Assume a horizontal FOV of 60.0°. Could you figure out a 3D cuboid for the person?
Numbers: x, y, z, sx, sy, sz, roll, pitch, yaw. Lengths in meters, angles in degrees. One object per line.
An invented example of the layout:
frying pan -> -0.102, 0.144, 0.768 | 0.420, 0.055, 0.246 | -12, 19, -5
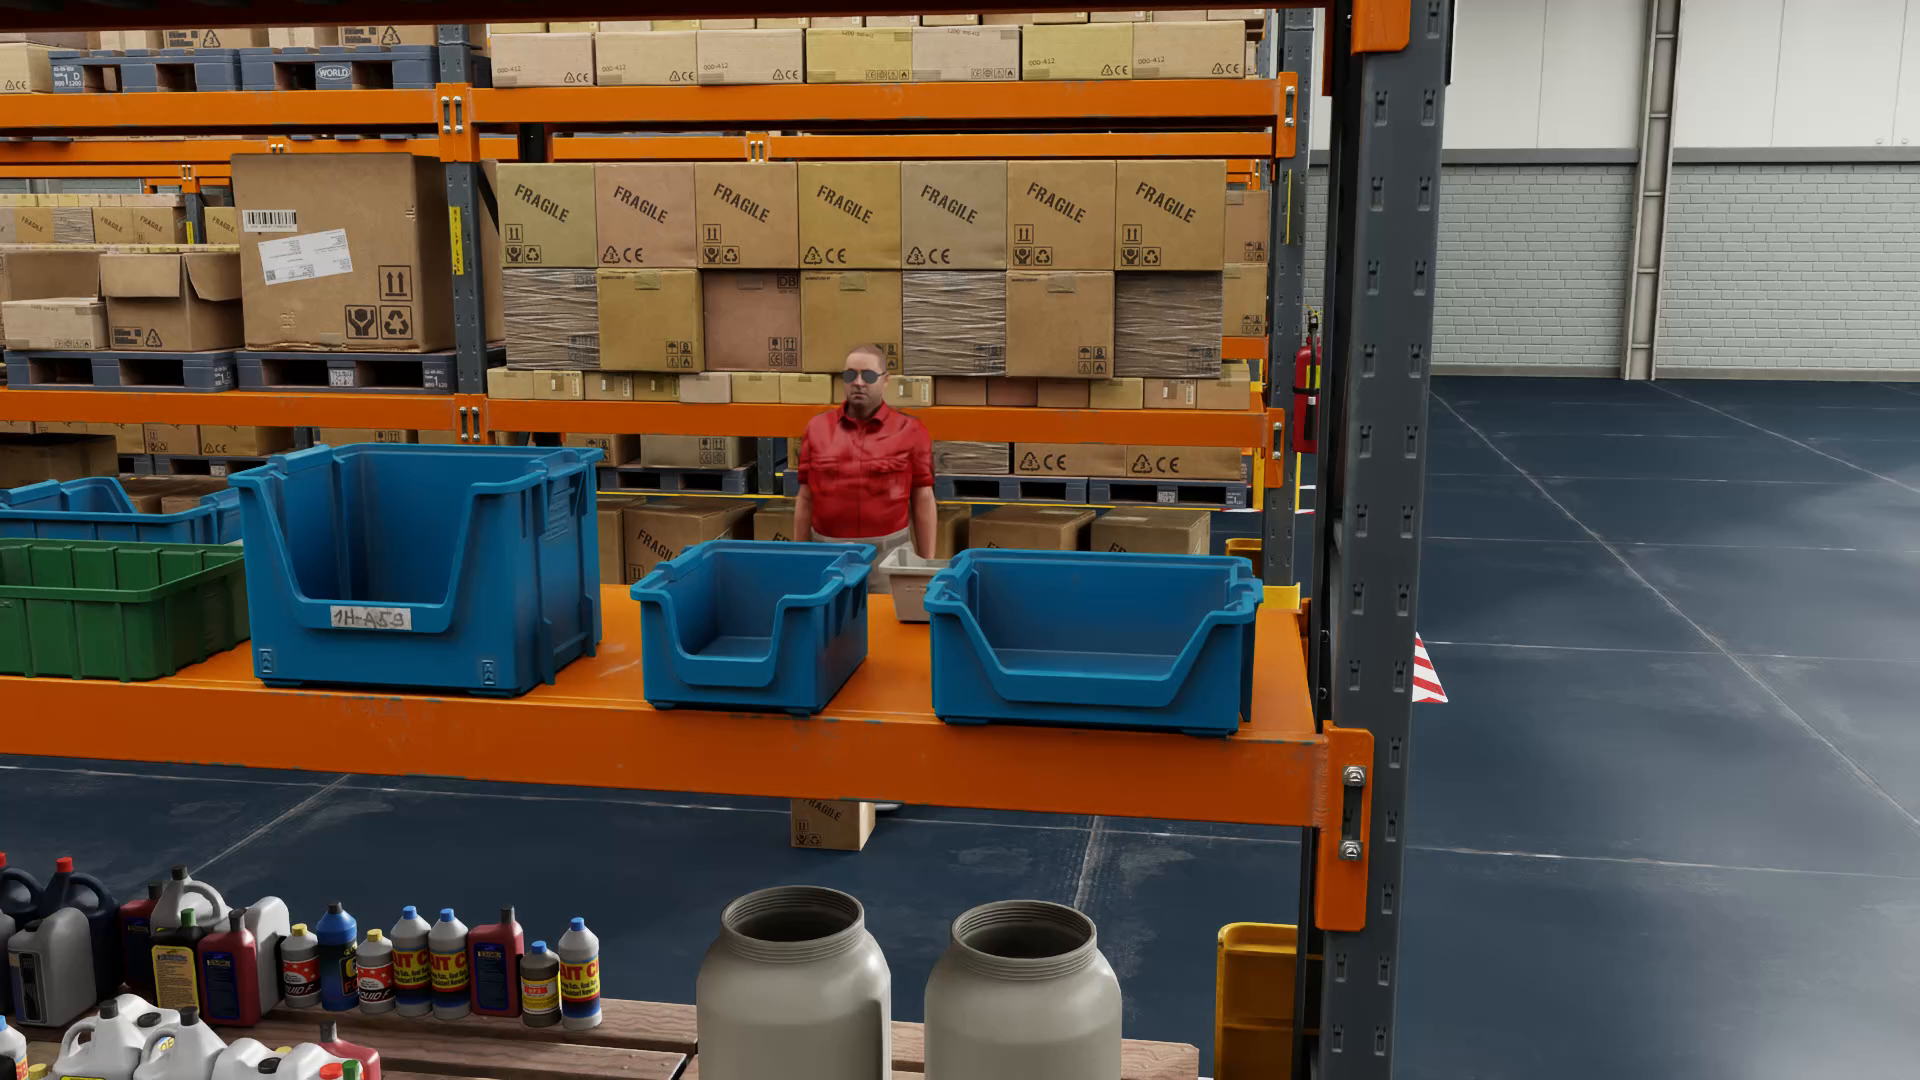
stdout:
person -> -0.374, 0.141, 6.307 | 0.555, 1.751, 0.569 | 2, 11, 9
